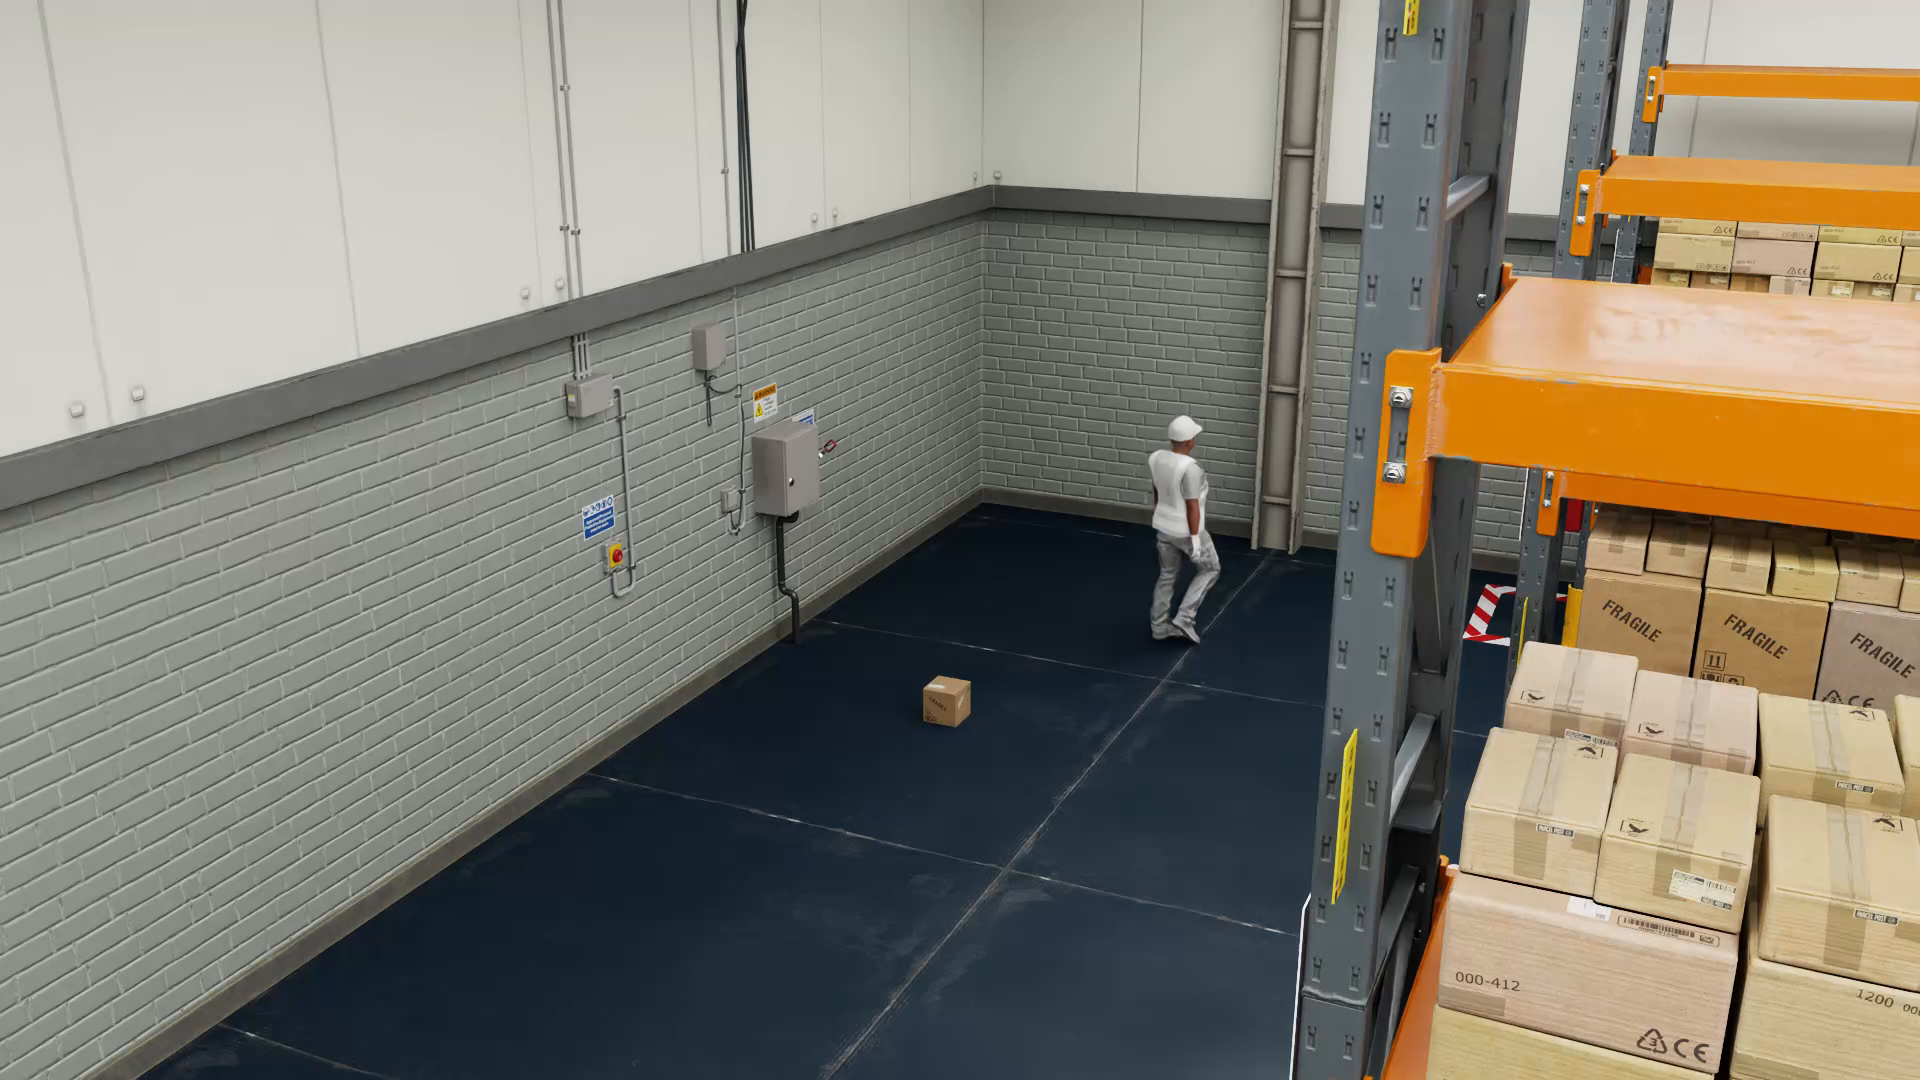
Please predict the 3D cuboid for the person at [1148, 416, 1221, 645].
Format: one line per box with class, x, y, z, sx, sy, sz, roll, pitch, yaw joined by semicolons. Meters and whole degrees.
person;1.719;-0.082;12.733;0.455;1.808;0.592;-12;22;-32
